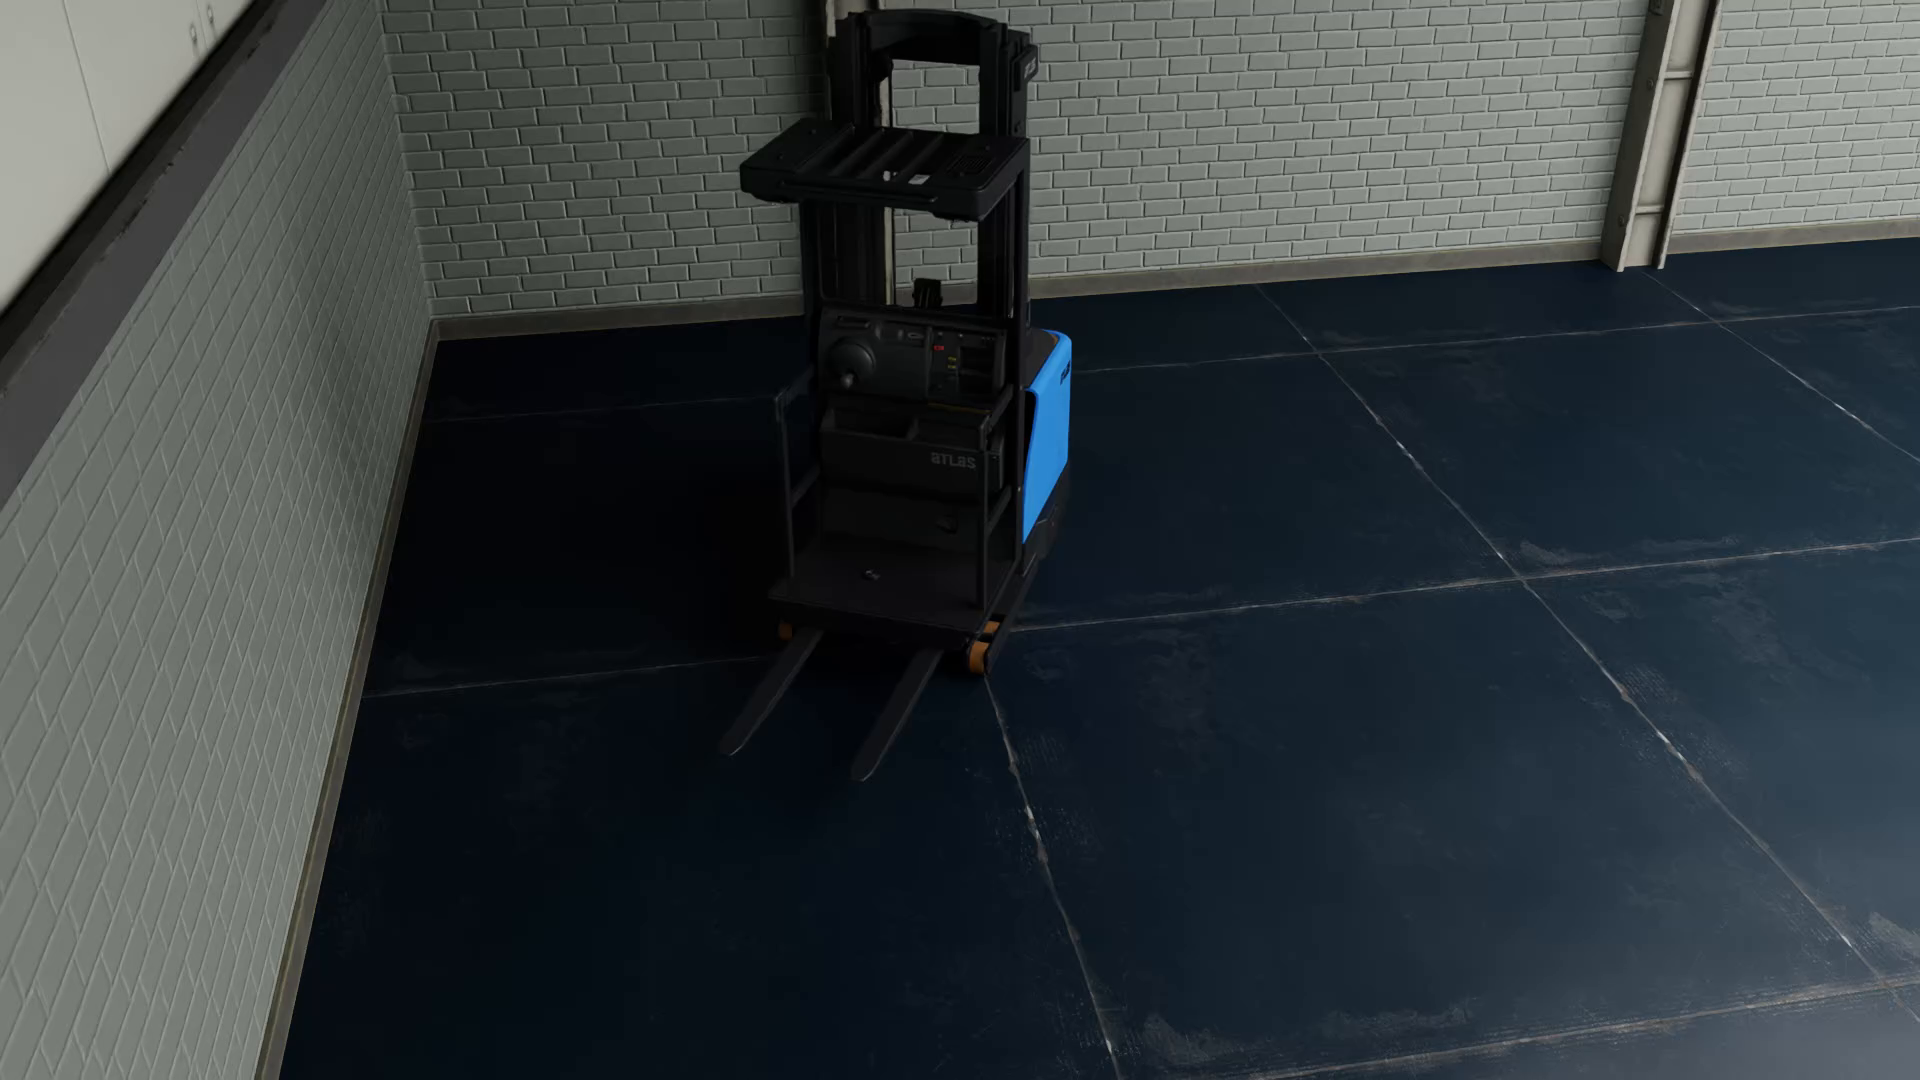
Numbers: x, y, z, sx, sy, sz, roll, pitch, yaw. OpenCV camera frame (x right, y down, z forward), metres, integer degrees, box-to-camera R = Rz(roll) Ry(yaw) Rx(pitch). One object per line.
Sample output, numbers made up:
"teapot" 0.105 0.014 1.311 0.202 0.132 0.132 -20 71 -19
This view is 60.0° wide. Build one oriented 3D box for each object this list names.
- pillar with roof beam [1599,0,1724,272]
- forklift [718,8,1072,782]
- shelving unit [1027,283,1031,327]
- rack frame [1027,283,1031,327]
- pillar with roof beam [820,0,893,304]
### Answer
"pillar with roof beam" 5.976 -3.883 6.976 0.400 9.000 9.100 -5 31 -9
"forklift" -0.293 -0.829 7.768 1.130 2.935 3.031 9 32 15
"shelving unit" 0.272 -0.877 9.557 0.189 1.200 0.258 9 31 15
"rack frame" 0.360 -0.864 9.534 0.006 1.200 0.240 9 31 15
"pillar with roof beam" 0.075 -3.336 6.045 0.400 9.000 9.100 -5 31 -9
